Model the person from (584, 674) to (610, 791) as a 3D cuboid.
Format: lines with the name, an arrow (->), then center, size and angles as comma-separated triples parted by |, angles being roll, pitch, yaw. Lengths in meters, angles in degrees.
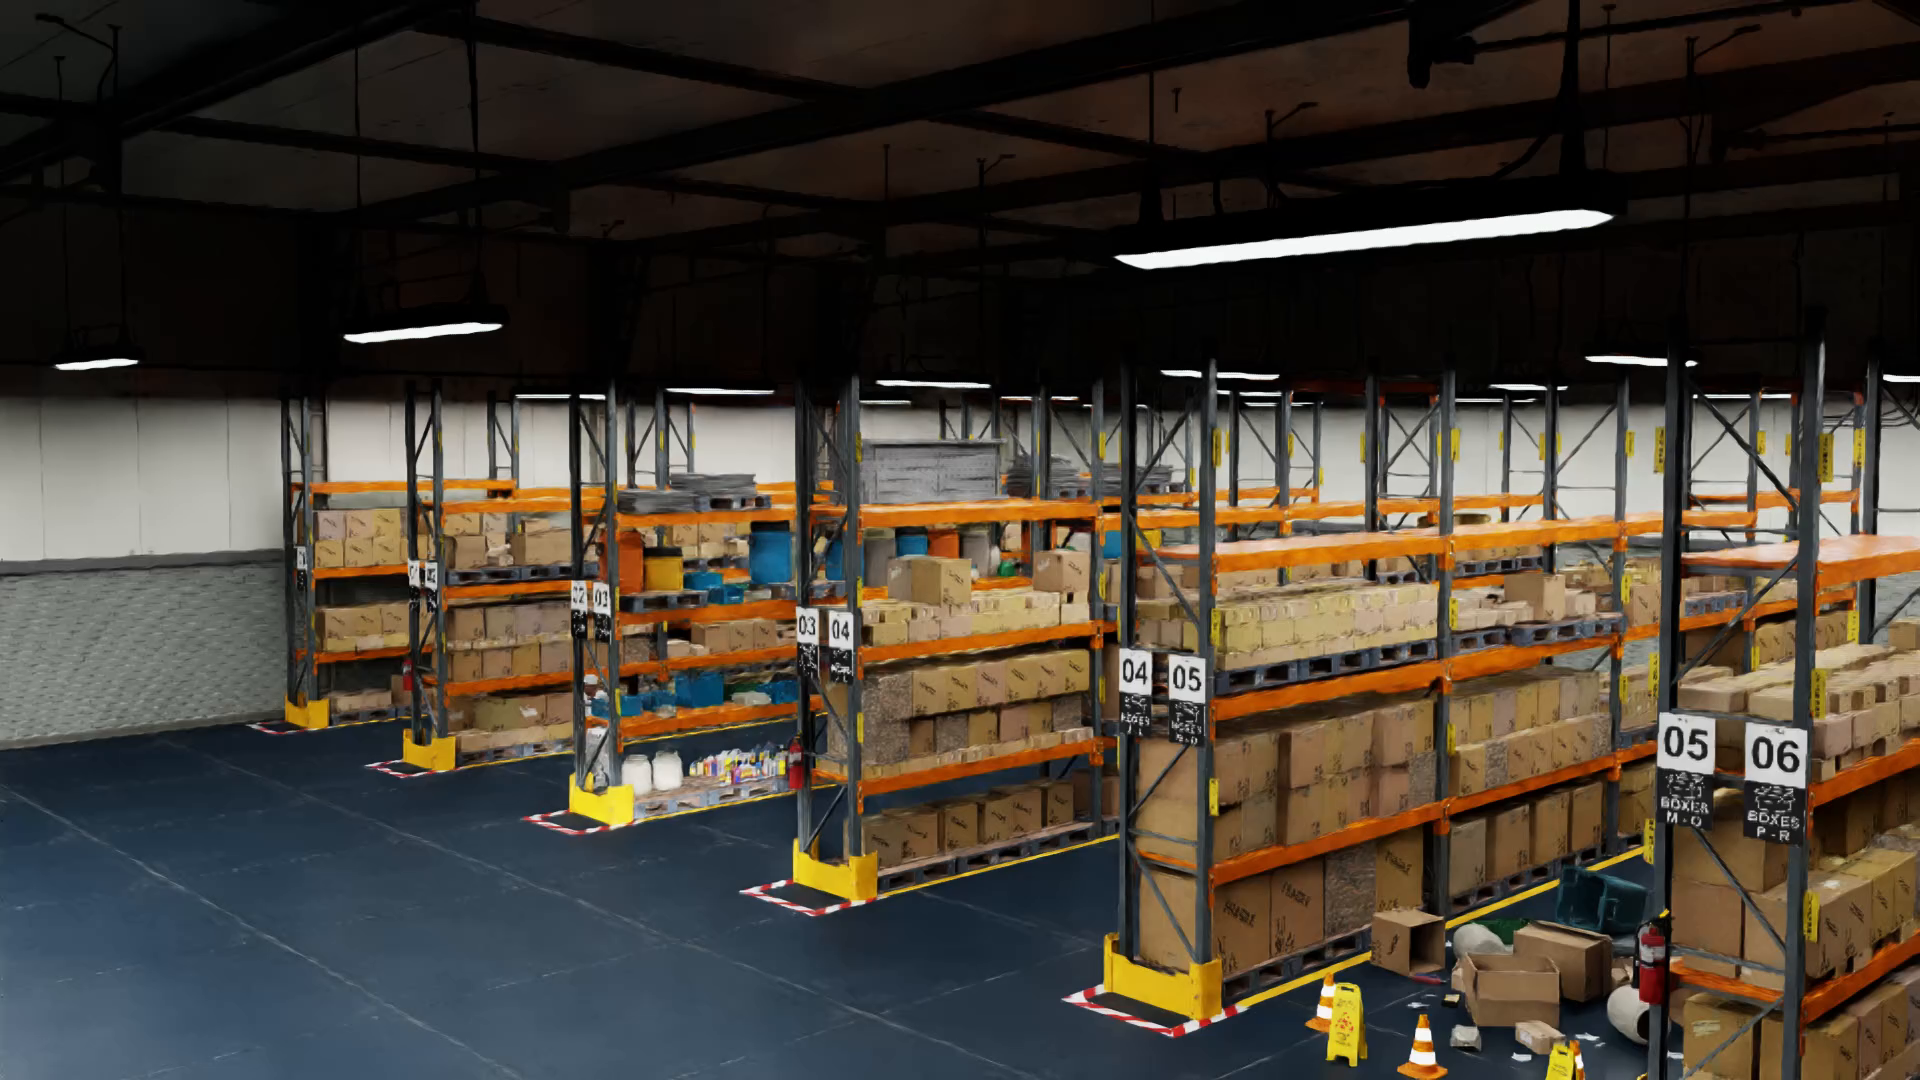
person -> -5.226, 2.774, 23.964 | 0.549, 1.735, 0.702 | -4, 5, -44
